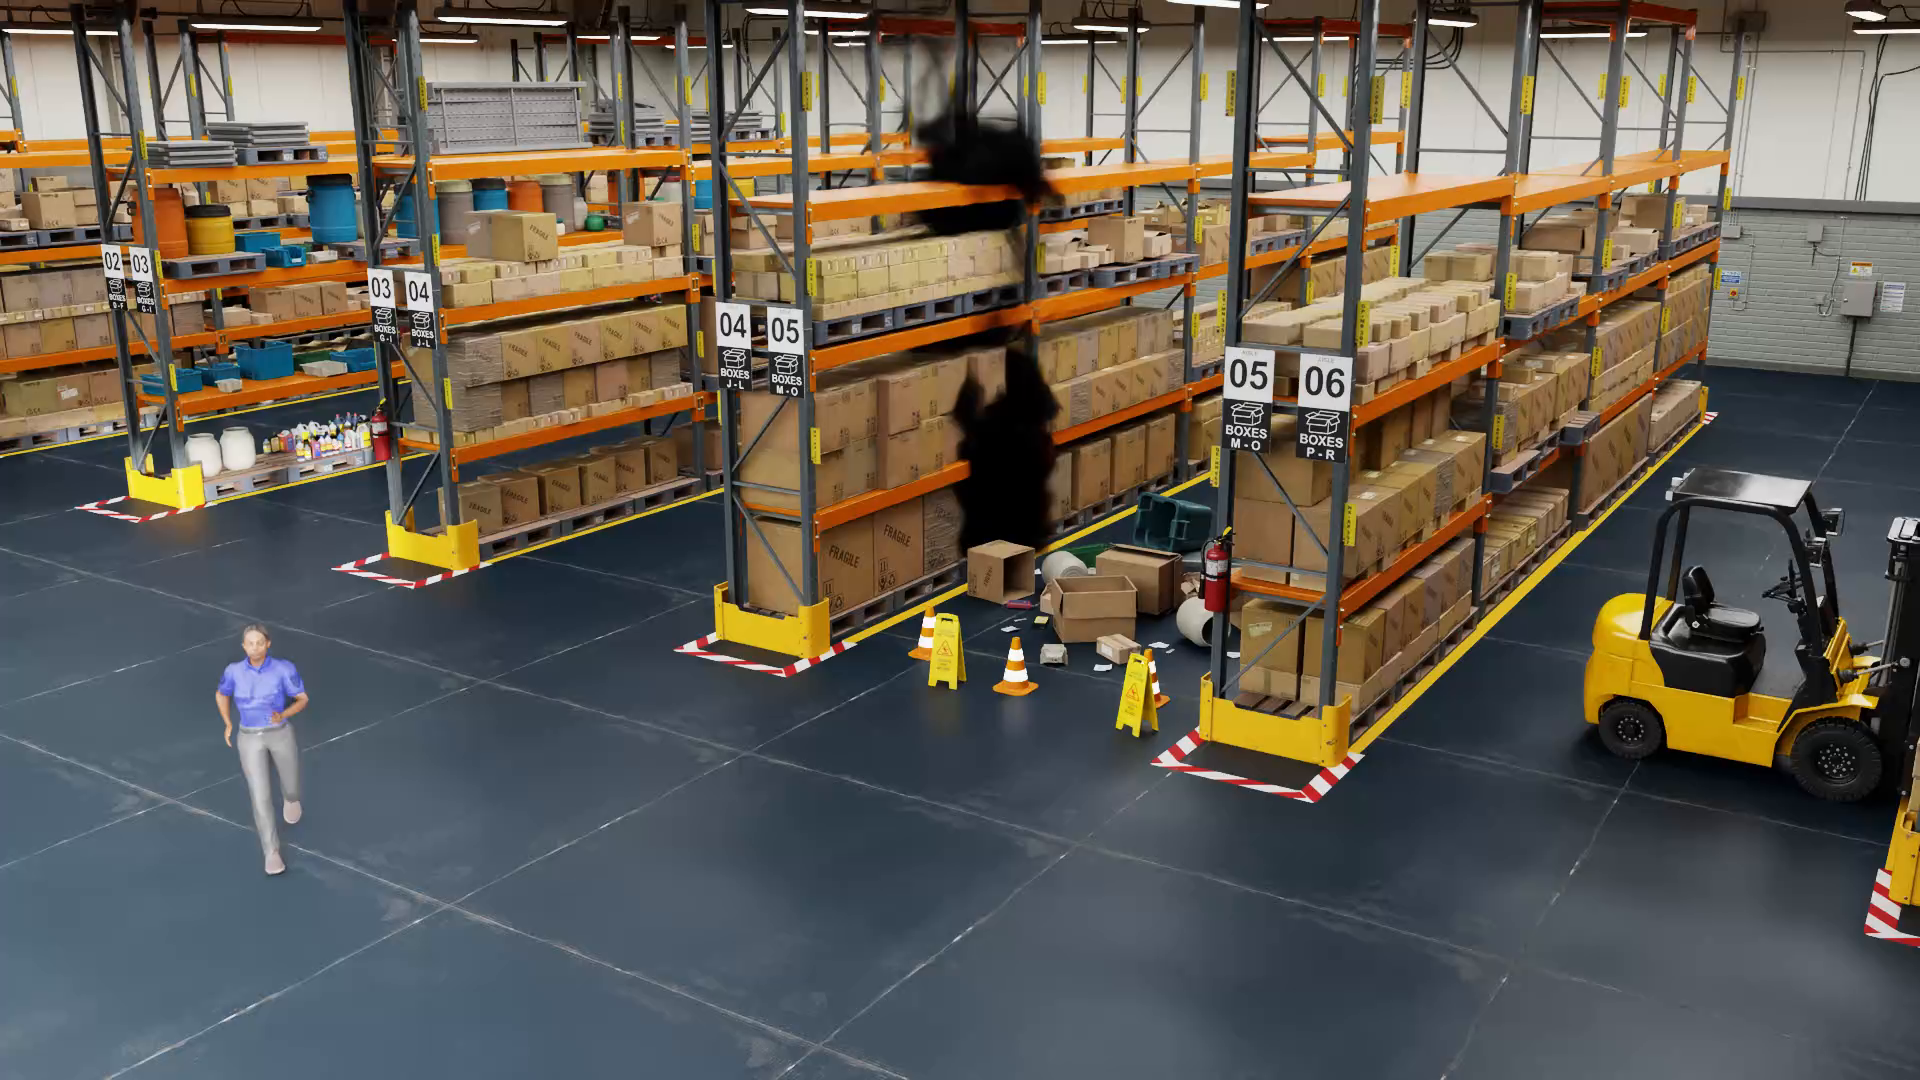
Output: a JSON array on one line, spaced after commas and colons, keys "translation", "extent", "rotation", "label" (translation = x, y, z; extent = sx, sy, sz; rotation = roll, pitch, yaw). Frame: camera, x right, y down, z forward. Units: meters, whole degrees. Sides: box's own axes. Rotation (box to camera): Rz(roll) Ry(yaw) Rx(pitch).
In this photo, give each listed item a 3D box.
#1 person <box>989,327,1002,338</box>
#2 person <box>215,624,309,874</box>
[{"translation": [0.516, -2.362, 24.577], "extent": [0.664, 1.675, 0.599], "rotation": [9, 18, 31], "label": "person"}, {"translation": [-4.705, 1.356, 11.279], "extent": [0.587, 1.627, 0.852], "rotation": [-6, 17, -20], "label": "person"}]
